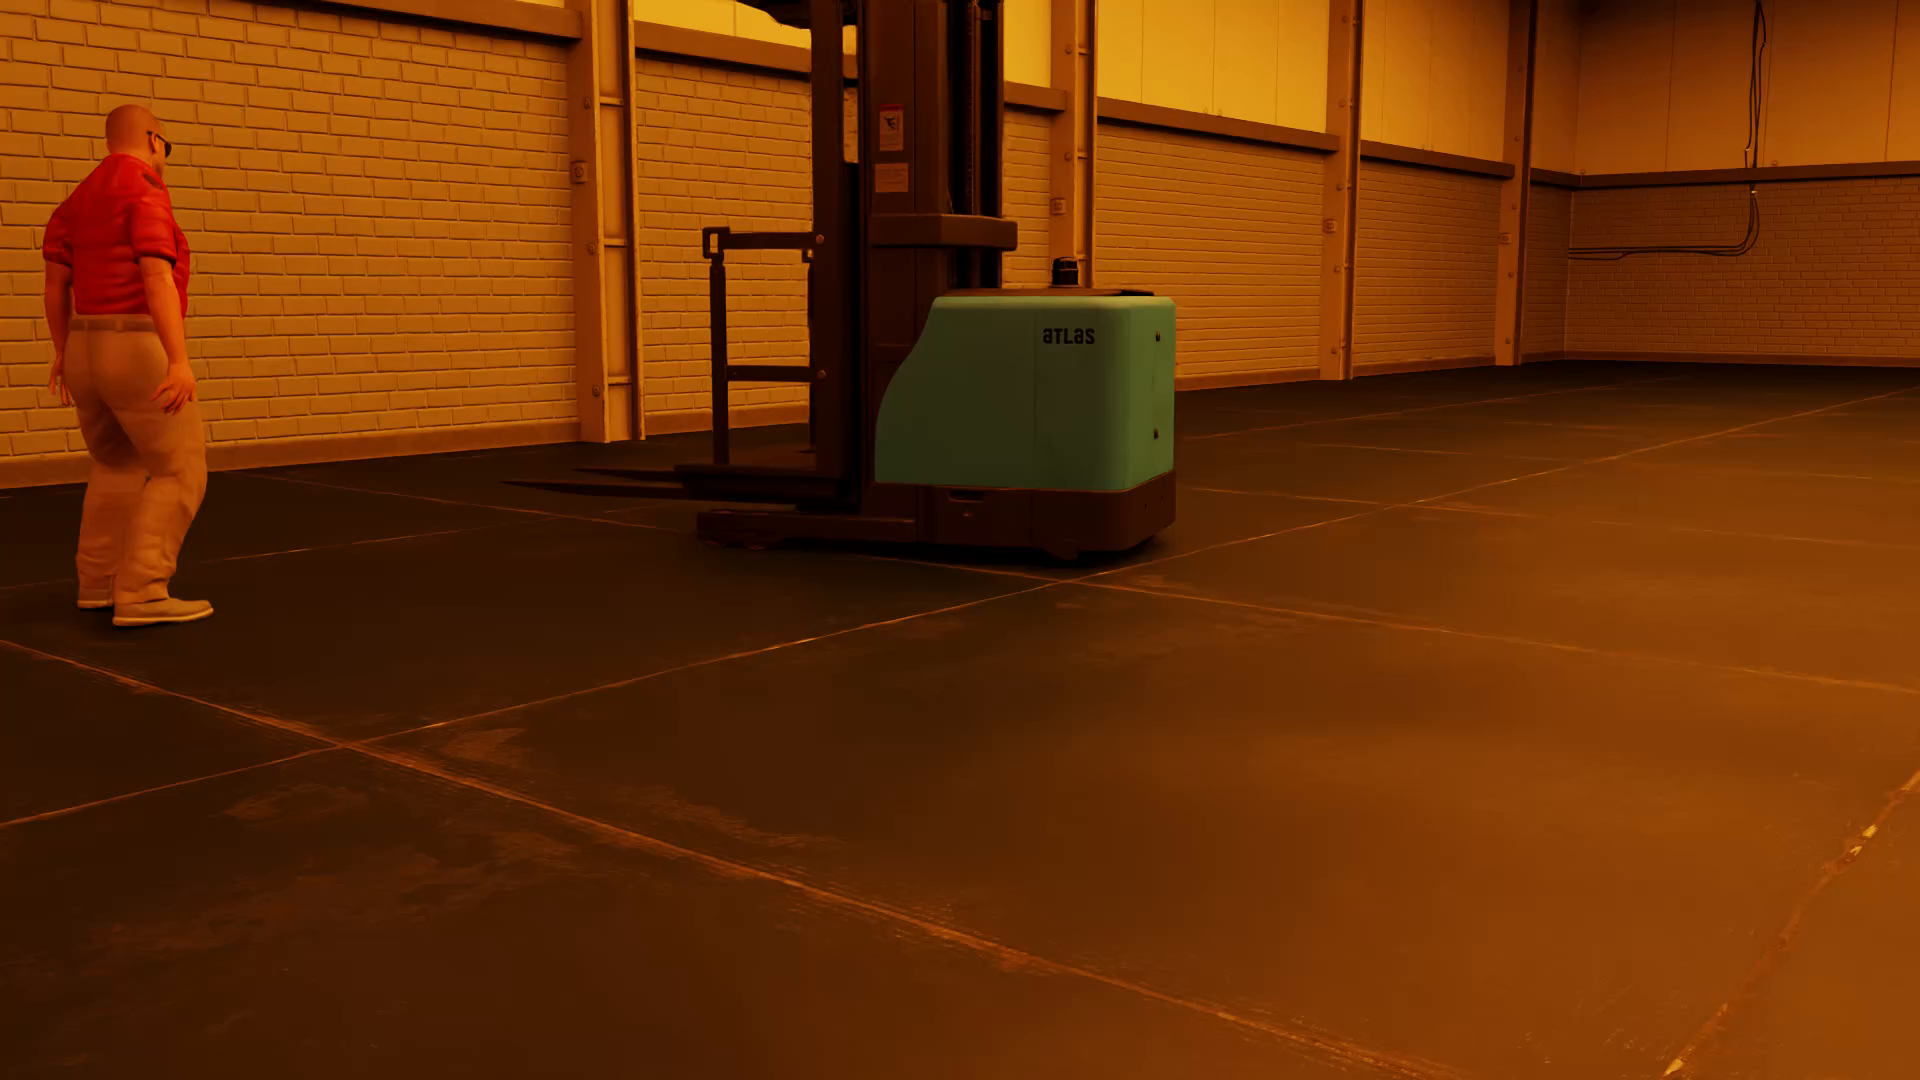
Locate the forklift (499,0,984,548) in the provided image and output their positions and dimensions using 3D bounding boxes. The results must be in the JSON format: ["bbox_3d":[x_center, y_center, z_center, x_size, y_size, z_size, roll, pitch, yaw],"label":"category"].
[{"bbox_3d":[-0.680,-1.445,7.376,2.884,2.867,1.101,3,9,19],"label":"forklift"}]
